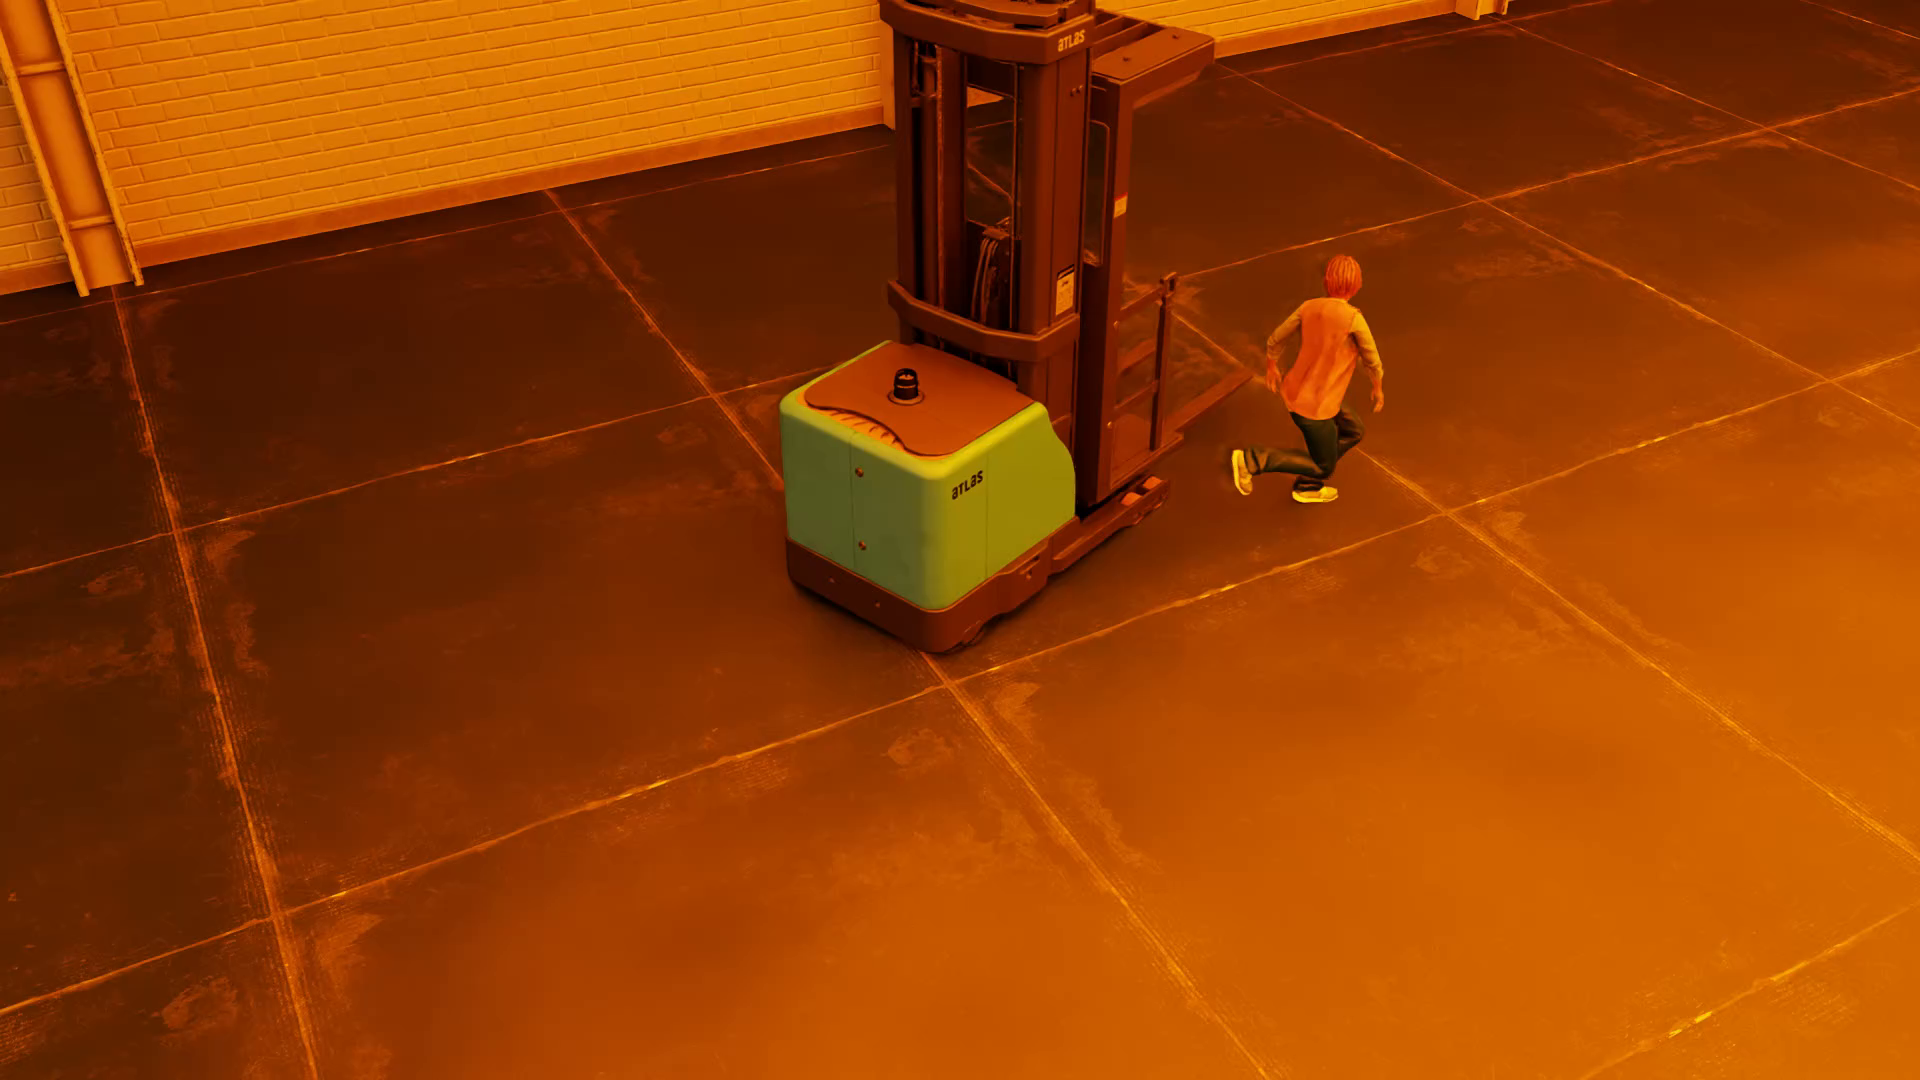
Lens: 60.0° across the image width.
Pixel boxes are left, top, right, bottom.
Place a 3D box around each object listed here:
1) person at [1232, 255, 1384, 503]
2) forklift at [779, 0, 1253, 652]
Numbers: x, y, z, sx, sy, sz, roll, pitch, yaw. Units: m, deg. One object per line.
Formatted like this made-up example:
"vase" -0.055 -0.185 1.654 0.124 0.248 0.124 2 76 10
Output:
"person" 1.801 -0.795 8.602 0.751 1.400 0.542 -6 36 -9
"forklift" 0.474 -1.449 8.173 1.130 2.935 3.031 26 43 32
